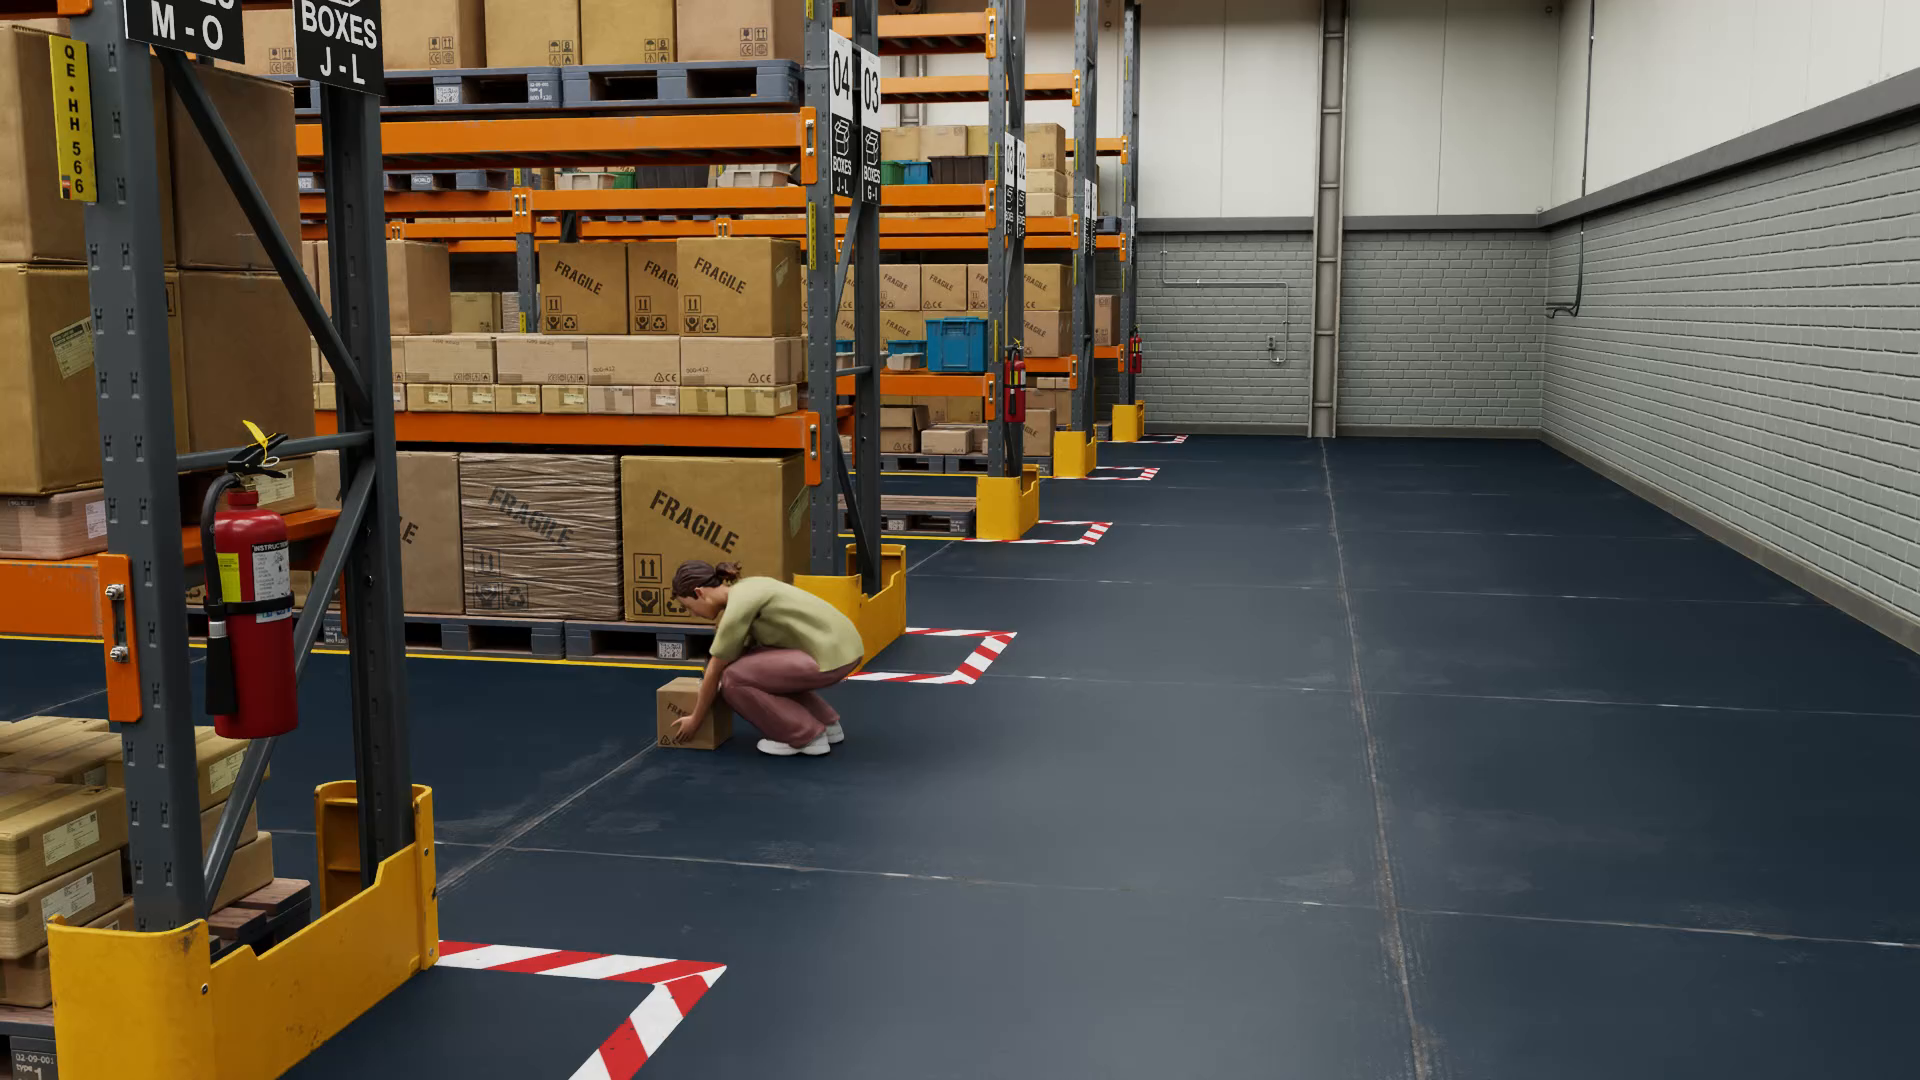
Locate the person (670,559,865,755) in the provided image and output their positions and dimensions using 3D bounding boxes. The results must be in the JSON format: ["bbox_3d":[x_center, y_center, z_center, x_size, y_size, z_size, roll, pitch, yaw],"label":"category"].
[{"bbox_3d":[-0.810,0.482,7.037,0.805,0.806,0.479,2,8,11],"label":"person"}]
